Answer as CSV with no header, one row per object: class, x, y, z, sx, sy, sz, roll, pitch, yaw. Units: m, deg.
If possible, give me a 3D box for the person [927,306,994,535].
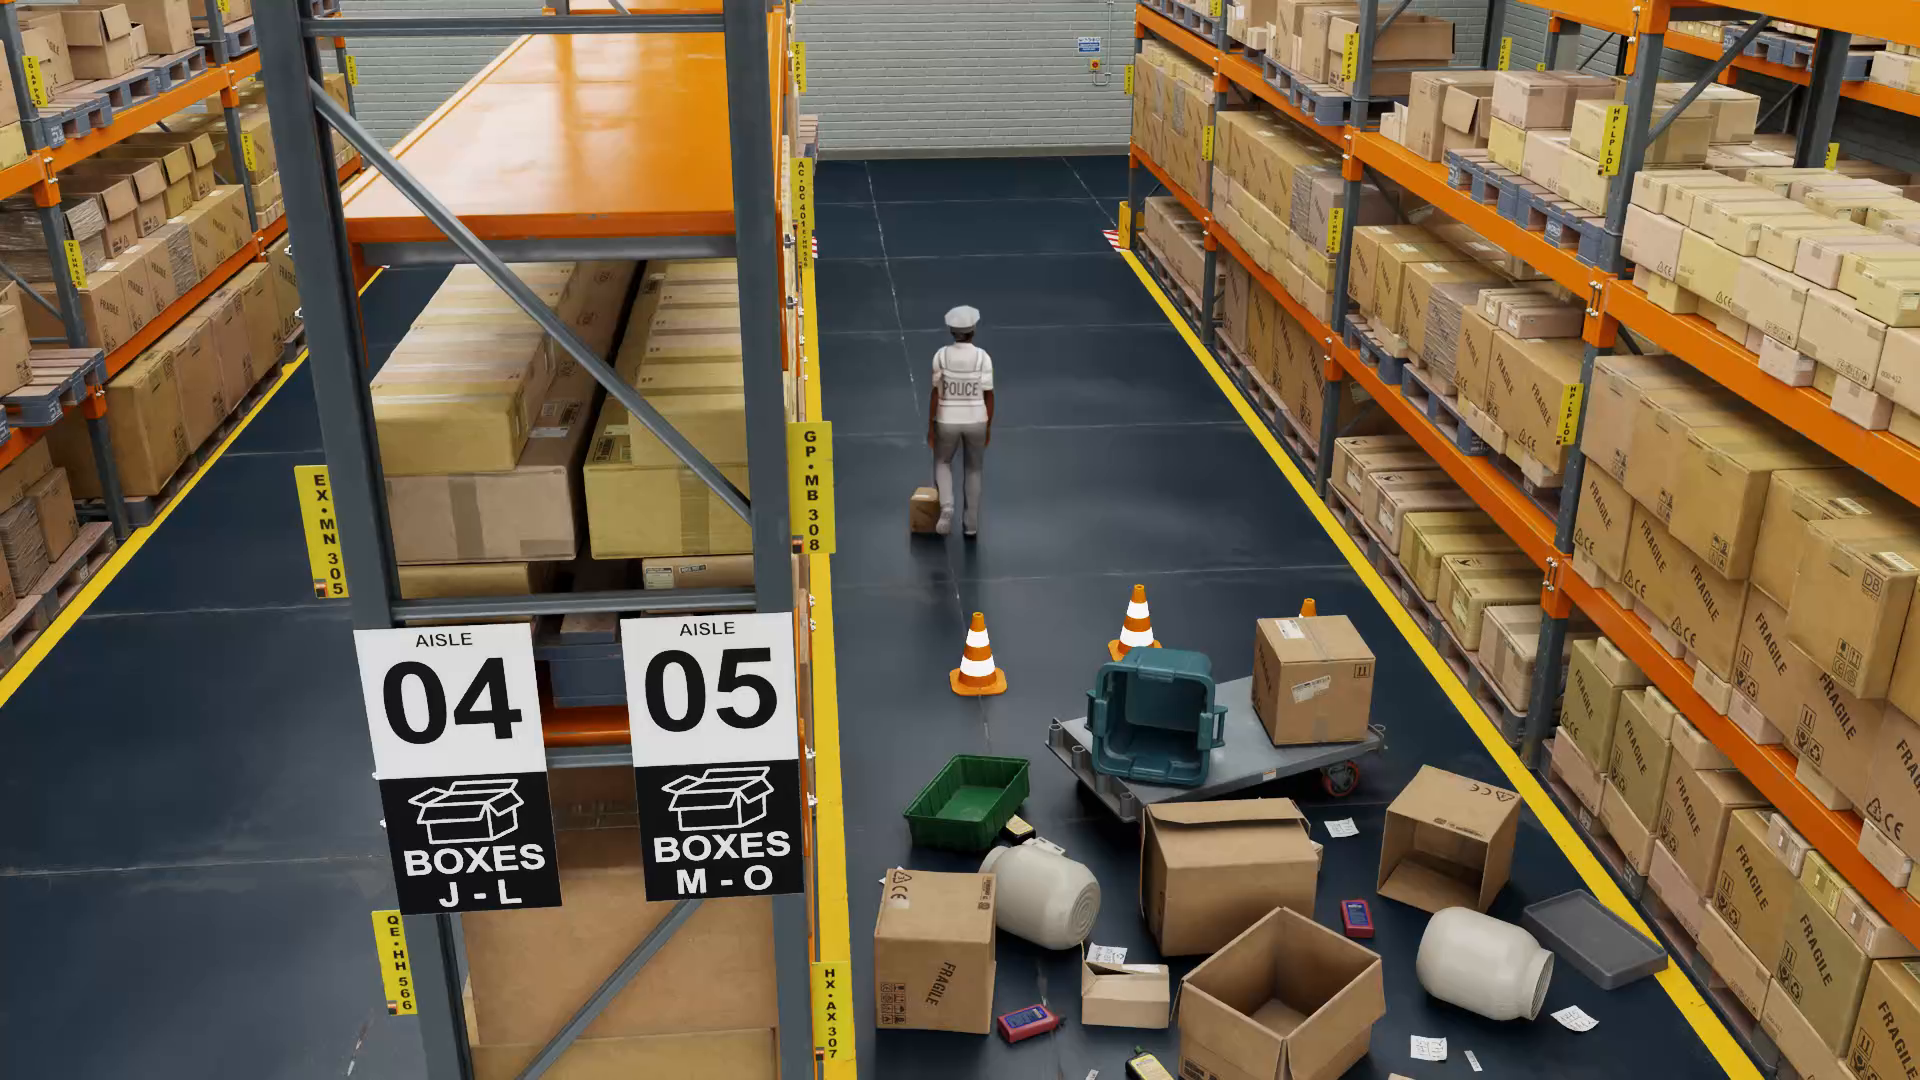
person,0.002,-0.805,11.842,0.475,1.673,0.502,1,24,2
